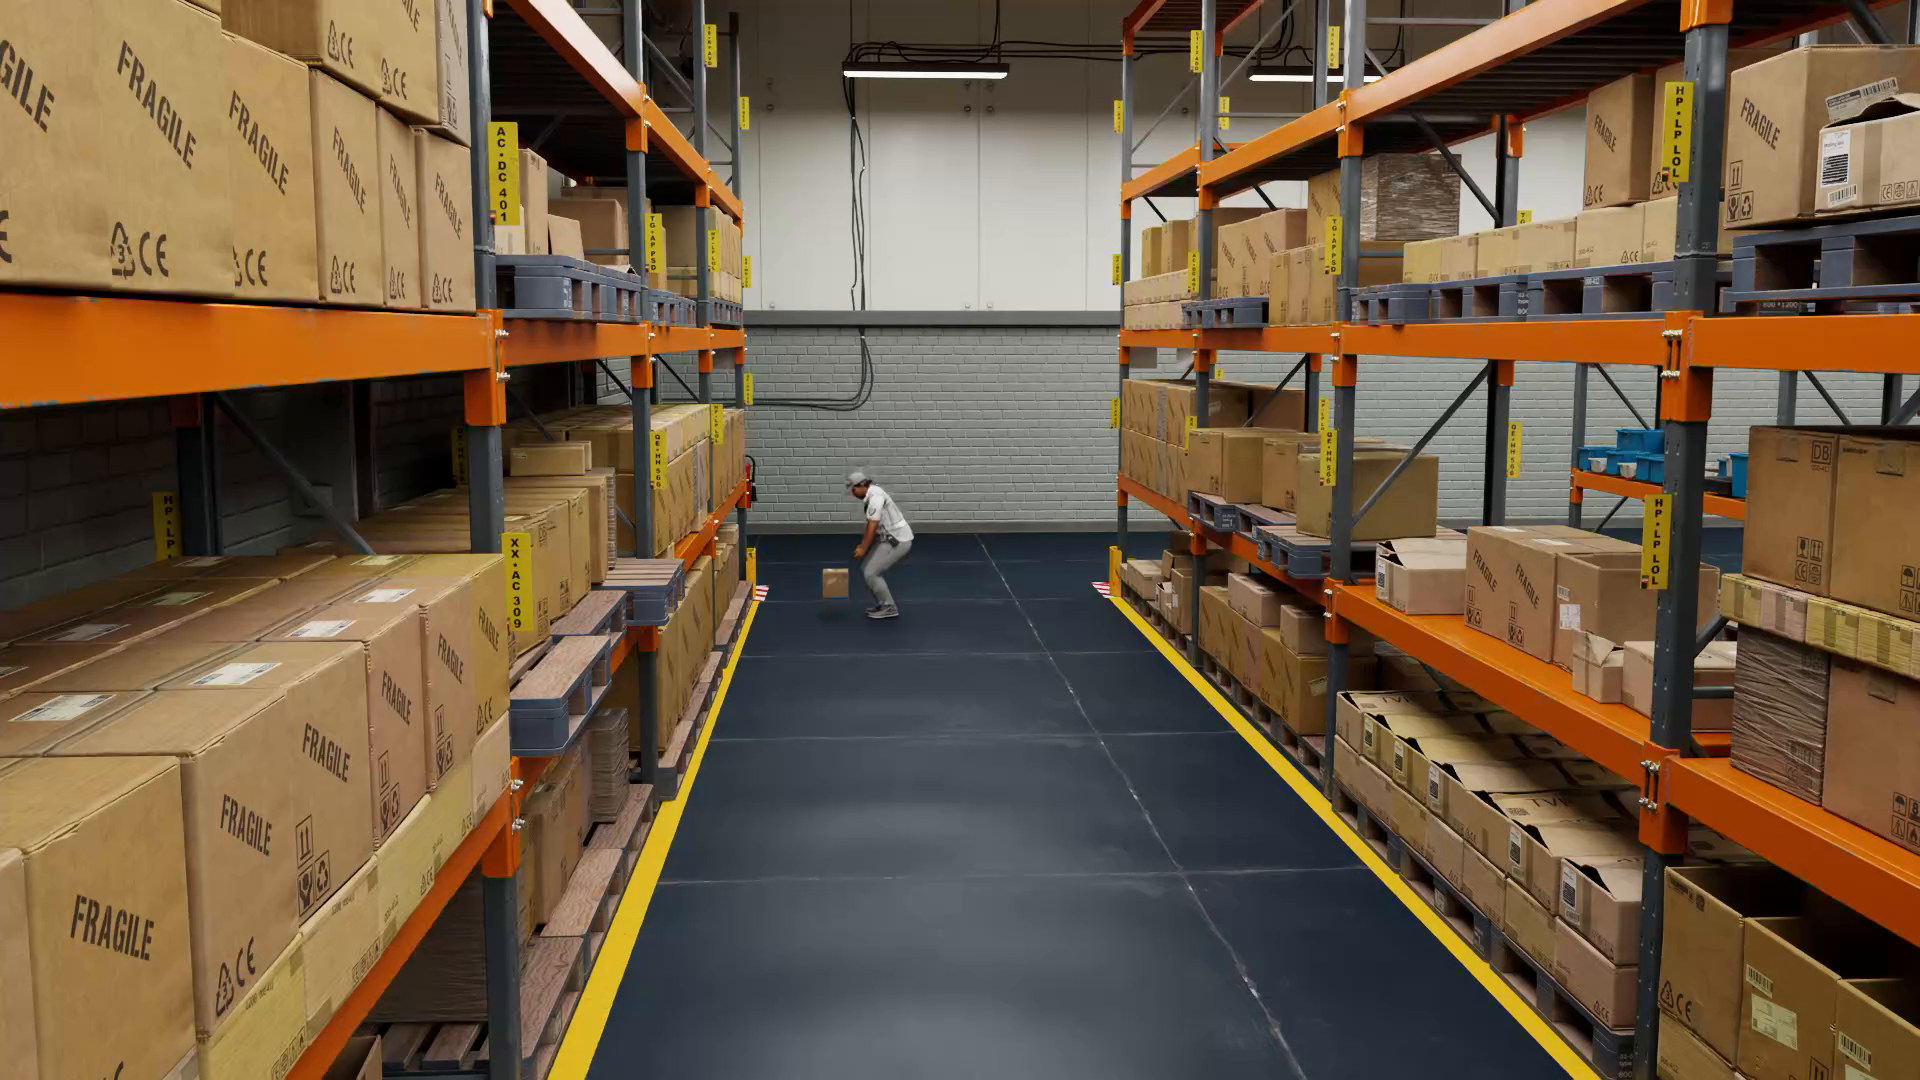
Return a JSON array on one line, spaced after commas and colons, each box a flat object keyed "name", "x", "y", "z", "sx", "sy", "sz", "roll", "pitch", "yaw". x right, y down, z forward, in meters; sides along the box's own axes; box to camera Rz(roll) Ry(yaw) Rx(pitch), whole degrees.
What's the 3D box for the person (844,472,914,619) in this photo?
[{"name": "person", "x": -0.798, "y": 0.048, "z": 16.362, "sx": 0.691, "sy": 1.432, "sz": 0.532, "roll": 0, "pitch": 7, "yaw": -3}]
